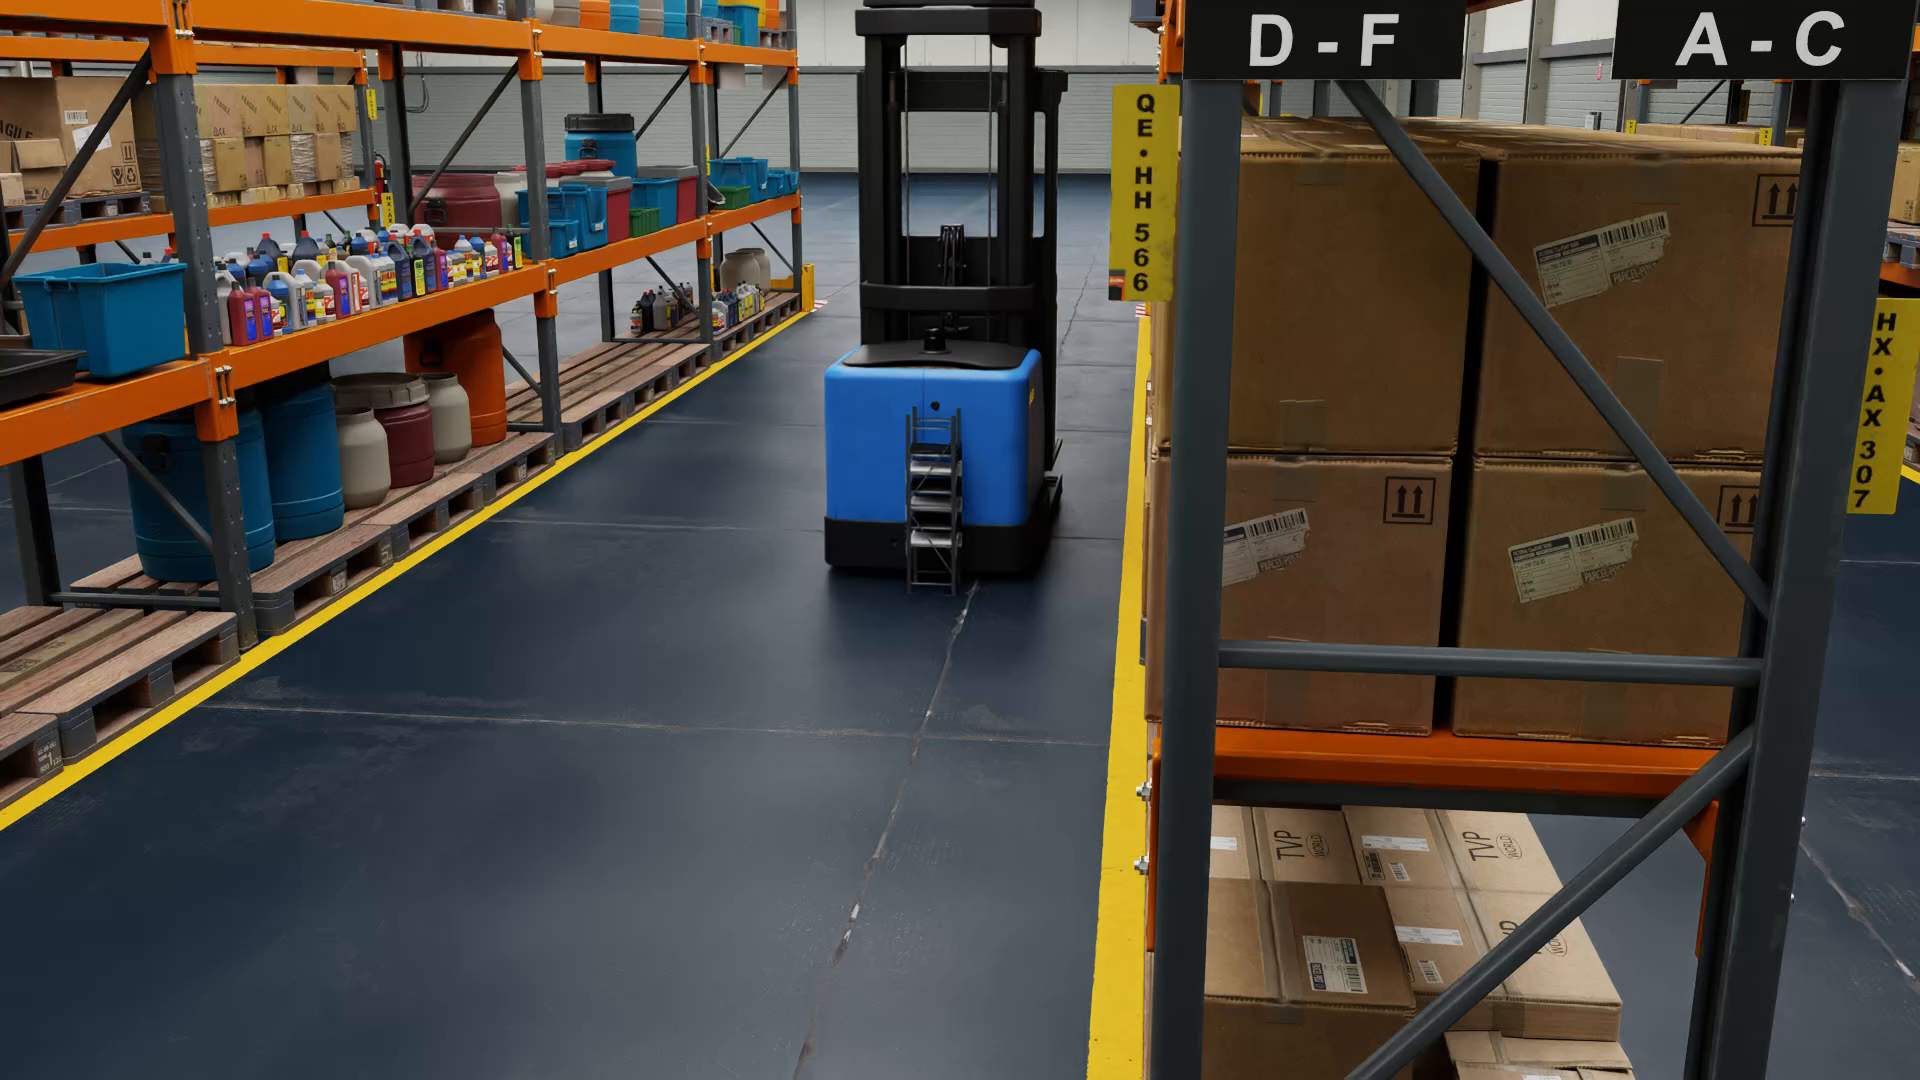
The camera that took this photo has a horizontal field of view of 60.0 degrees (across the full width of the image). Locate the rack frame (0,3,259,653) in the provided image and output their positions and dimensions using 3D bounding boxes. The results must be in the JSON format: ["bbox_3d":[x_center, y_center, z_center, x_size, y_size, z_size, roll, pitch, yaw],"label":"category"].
[{"bbox_3d":[-3.639,-0.980,7.041,1.000,3.000,0.127,2,15,6],"label":"rack frame"}]

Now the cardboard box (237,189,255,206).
[{"bbox_3d":[-7.205,-3.386,16.418,0.380,0.149,0.250,2,15,6],"label":"cardboard box"}]

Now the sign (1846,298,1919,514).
[{"bbox_3d":[1.370,-0.198,2.490,0.100,0.325,0.005,2,15,6],"label":"sign"}]

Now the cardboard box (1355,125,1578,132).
[{"bbox_3d":[1.312,-0.832,4.384,0.500,0.500,0.500,2,15,6],"label":"cardboard box"}]

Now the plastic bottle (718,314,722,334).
[{"bbox_3d":[-2.254,-2.013,15.378,0.097,0.201,0.097,0,15,0],"label":"plastic bottle"}]

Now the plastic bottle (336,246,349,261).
[{"bbox_3d":[-3.666,-1.635,9.844,0.097,0.201,0.097,0,15,0],"label":"plastic bottle"}]

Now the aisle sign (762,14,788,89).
[{"bbox_3d":[-1.982,-5.358,18.249,0.394,0.787,0.004,2,15,6],"label":"aisle sign"}]

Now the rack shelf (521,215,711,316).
[{"bbox_3d":[-2.962,-2.189,12.890,1.077,0.370,4.000,2,15,6],"label":"rack shelf"}]

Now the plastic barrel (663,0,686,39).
[{"bbox_3d":[-2.578,-4.607,13.746,0.600,0.901,0.708,2,15,6],"label":"plastic barrel"}]

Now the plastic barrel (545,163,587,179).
[{"bbox_3d":[-3.145,-2.689,13.099,0.433,0.535,0.433,0,15,0],"label":"plastic barrel"}]

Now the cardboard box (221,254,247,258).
[{"bbox_3d":[-7.417,-2.755,17.590,0.500,0.500,0.500,3,15,11],"label":"cardboard box"}]

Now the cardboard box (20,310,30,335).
[{"bbox_3d":[-7.947,-1.635,13.409,0.700,0.500,0.500,3,15,11],"label":"cardboard box"}]

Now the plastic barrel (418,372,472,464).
[{"bbox_3d":[-3.201,-0.743,10.125,0.421,0.512,0.421,0,15,0],"label":"plastic barrel"}]

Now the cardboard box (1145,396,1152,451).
[{"bbox_3d":[1.283,-0.501,9.215,0.500,0.500,0.500,1,15,6],"label":"cardboard box"}]

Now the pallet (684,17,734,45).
[{"bbox_3d":[-2.752,-4.602,15.050,1.213,0.211,1.003,2,15,6],"label":"pallet"}]

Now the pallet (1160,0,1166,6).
[{"bbox_3d":[1.539,-2.627,7.744,1.213,0.211,1.003,2,15,6],"label":"pallet"}]

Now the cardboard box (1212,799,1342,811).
[{"bbox_3d":[1.075,0.647,4.964,0.797,0.503,0.637,2,15,6],"label":"cardboard box"}]

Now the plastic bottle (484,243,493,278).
[{"bbox_3d":[-2.878,-1.690,10.046,0.097,0.201,0.097,0,15,0],"label":"plastic bottle"}]

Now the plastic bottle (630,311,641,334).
[{"bbox_3d":[-3.005,-2.020,15.404,0.097,0.201,0.097,0,15,0],"label":"plastic bottle"}]

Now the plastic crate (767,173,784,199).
[{"bbox_3d":[-2.124,-3.714,17.436,0.499,0.251,0.408,2,15,6],"label":"plastic crate"}]

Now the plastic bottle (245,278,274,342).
[{"bbox_3d":[-3.159,-1.041,7.490,0.061,0.283,0.133,2,15,6],"label":"plastic bottle"}]

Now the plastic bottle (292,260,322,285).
[{"bbox_3d":[-3.255,-1.274,8.365,0.152,0.276,0.135,2,15,6],"label":"plastic bottle"}]

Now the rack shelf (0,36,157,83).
[{"bbox_3d":[-7.884,-3.783,13.038,1.077,0.370,4.000,2,15,6],"label":"rack shelf"}]

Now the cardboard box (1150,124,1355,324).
[{"bbox_3d":[0.775,-0.849,4.450,0.500,0.500,0.500,2,15,8],"label":"cardboard box"}]

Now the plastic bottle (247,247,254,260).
[{"bbox_3d":[-3.796,-1.418,8.882,0.061,0.283,0.133,2,15,6],"label":"plastic bottle"}]

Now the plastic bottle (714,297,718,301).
[{"bbox_3d":[-2.337,-2.189,15.895,0.097,0.271,0.097,0,15,0],"label":"plastic bottle"}]

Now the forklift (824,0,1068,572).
[{"bbox_3d":[0.021,-1.590,9.427,1.130,2.935,3.031,2,15,7],"label":"forklift"}]

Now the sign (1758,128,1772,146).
[{"bbox_3d":[6.567,-3.195,13.574,0.100,0.325,0.005,2,15,6],"label":"sign"}]

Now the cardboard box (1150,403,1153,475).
[{"bbox_3d":[0.784,-0.363,4.567,0.500,0.500,0.500,1,15,5],"label":"cardboard box"}]

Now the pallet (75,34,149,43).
[{"bbox_3d":[-7.834,-4.402,14.307,1.213,0.211,1.003,2,15,6],"label":"pallet"}]

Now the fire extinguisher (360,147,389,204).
[{"bbox_3d":[-6.736,-4.217,19.161,0.296,0.674,0.183,2,15,6],"label":"fire extinguisher"}]

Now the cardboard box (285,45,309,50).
[{"bbox_3d":[-7.128,-5.219,17.259,0.500,0.250,0.500,2,15,7],"label":"cardboard box"}]

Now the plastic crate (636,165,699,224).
[{"bbox_3d":[-2.487,-2.952,14.209,0.402,0.464,0.583,2,15,6],"label":"plastic crate"}]

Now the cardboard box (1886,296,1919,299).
[{"bbox_3d":[6.865,-1.562,11.700,0.500,0.250,0.500,2,15,6],"label":"cardboard box"}]

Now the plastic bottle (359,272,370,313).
[{"bbox_3d":[-3.064,-1.263,8.466,0.097,0.201,0.097,0,15,0],"label":"plastic bottle"}]

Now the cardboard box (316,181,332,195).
[{"bbox_3d":[-7.083,-3.842,18.105,0.380,0.149,0.250,2,15,6],"label":"cardboard box"}]

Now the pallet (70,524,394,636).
[{"bbox_3d":[-3.511,0.167,8.141,1.003,0.211,1.213,2,15,6],"label":"pallet"}]

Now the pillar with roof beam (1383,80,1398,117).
[{"bbox_3d":[7.447,-14.397,45.167,9.100,9.000,0.400,2,15,6],"label":"pillar with roof beam"}]

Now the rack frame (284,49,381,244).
[{"bbox_3d":[-7.207,-4.239,19.091,1.000,3.000,0.127,2,15,6],"label":"rack frame"}]

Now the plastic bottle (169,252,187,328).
[{"bbox_3d":[-3.718,-1.200,7.949,0.144,0.351,0.185,2,15,6],"label":"plastic bottle"}]

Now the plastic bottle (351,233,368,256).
[{"bbox_3d":[-3.590,-1.702,9.956,0.097,0.271,0.097,0,15,0],"label":"plastic bottle"}]

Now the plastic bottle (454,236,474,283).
[{"bbox_3d":[-2.911,-1.648,9.757,0.097,0.271,0.097,0,15,0],"label":"plastic bottle"}]

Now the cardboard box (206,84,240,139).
[{"bbox_3d":[-7.300,-4.115,15.955,0.500,0.500,0.500,2,15,6],"label":"cardboard box"}]

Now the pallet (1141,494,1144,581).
[{"bbox_3d":[1.471,-0.017,8.820,1.003,0.211,1.213,2,15,6],"label":"pallet"}]

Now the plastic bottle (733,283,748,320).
[{"bbox_3d":[-2.164,-2.345,16.321,0.144,0.351,0.185,2,15,6],"label":"plastic bottle"}]

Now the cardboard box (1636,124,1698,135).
[{"bbox_3d":[7.206,-3.985,16.966,0.500,0.500,0.500,2,15,6],"label":"cardboard box"}]

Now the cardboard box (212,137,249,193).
[{"bbox_3d":[-7.454,-3.637,16.103,0.875,0.500,0.500,2,15,6],"label":"cardboard box"}]

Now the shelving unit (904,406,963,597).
[{"bbox_3d":[-0.127,-0.187,8.131,0.258,0.900,0.210,2,15,7],"label":"shelving unit"}]

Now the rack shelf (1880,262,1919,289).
[{"bbox_3d":[6.881,-1.898,11.811,1.077,0.370,4.000,2,15,6],"label":"rack shelf"}]

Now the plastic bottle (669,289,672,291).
[{"bbox_3d":[-2.872,-2.360,16.526,0.097,0.271,0.097,0,15,0],"label":"plastic bottle"}]

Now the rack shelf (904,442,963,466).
[{"bbox_3d":[-0.127,-0.416,8.069,0.258,0.077,0.200,2,15,7],"label":"rack shelf"}]
